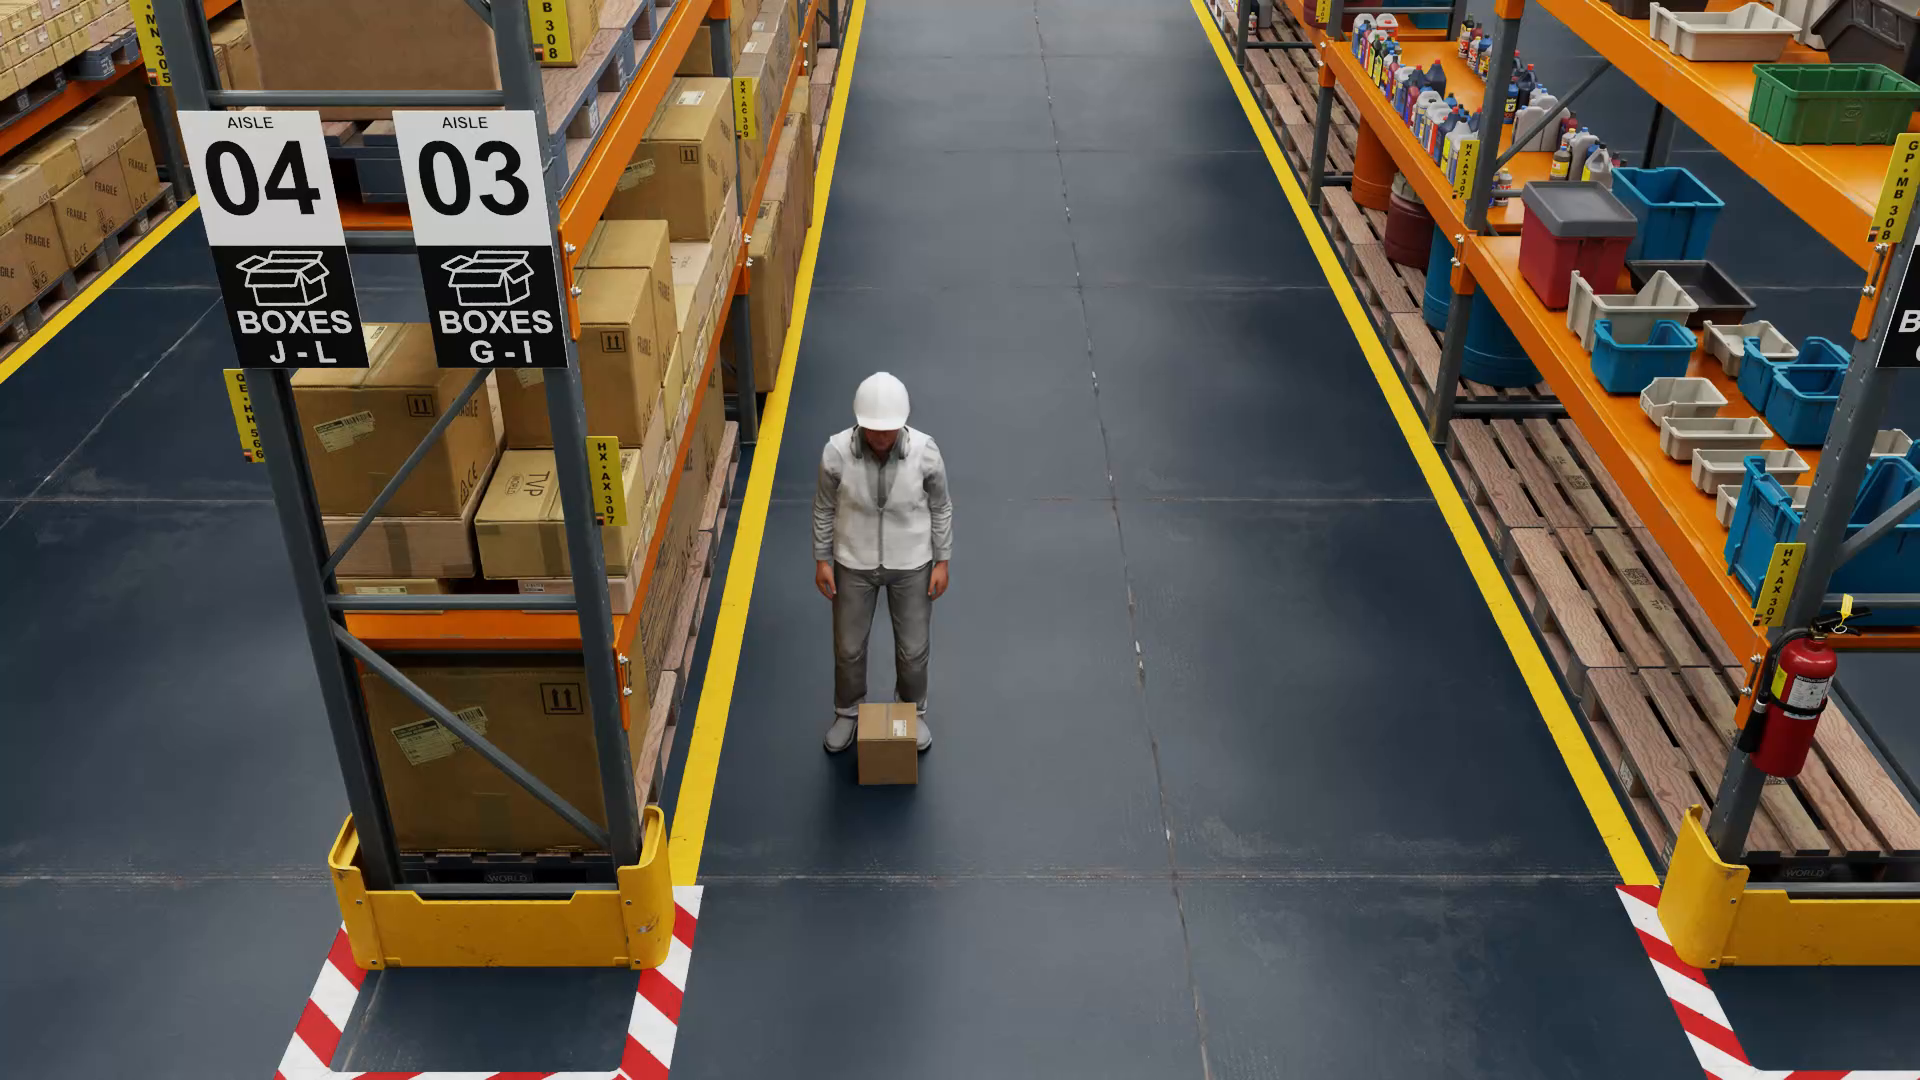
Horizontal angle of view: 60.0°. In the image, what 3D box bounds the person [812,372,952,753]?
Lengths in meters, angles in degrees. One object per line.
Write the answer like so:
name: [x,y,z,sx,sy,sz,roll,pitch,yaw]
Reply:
person: [-0.324,0.091,6.962,0.581,1.769,0.460,0,31,0]
